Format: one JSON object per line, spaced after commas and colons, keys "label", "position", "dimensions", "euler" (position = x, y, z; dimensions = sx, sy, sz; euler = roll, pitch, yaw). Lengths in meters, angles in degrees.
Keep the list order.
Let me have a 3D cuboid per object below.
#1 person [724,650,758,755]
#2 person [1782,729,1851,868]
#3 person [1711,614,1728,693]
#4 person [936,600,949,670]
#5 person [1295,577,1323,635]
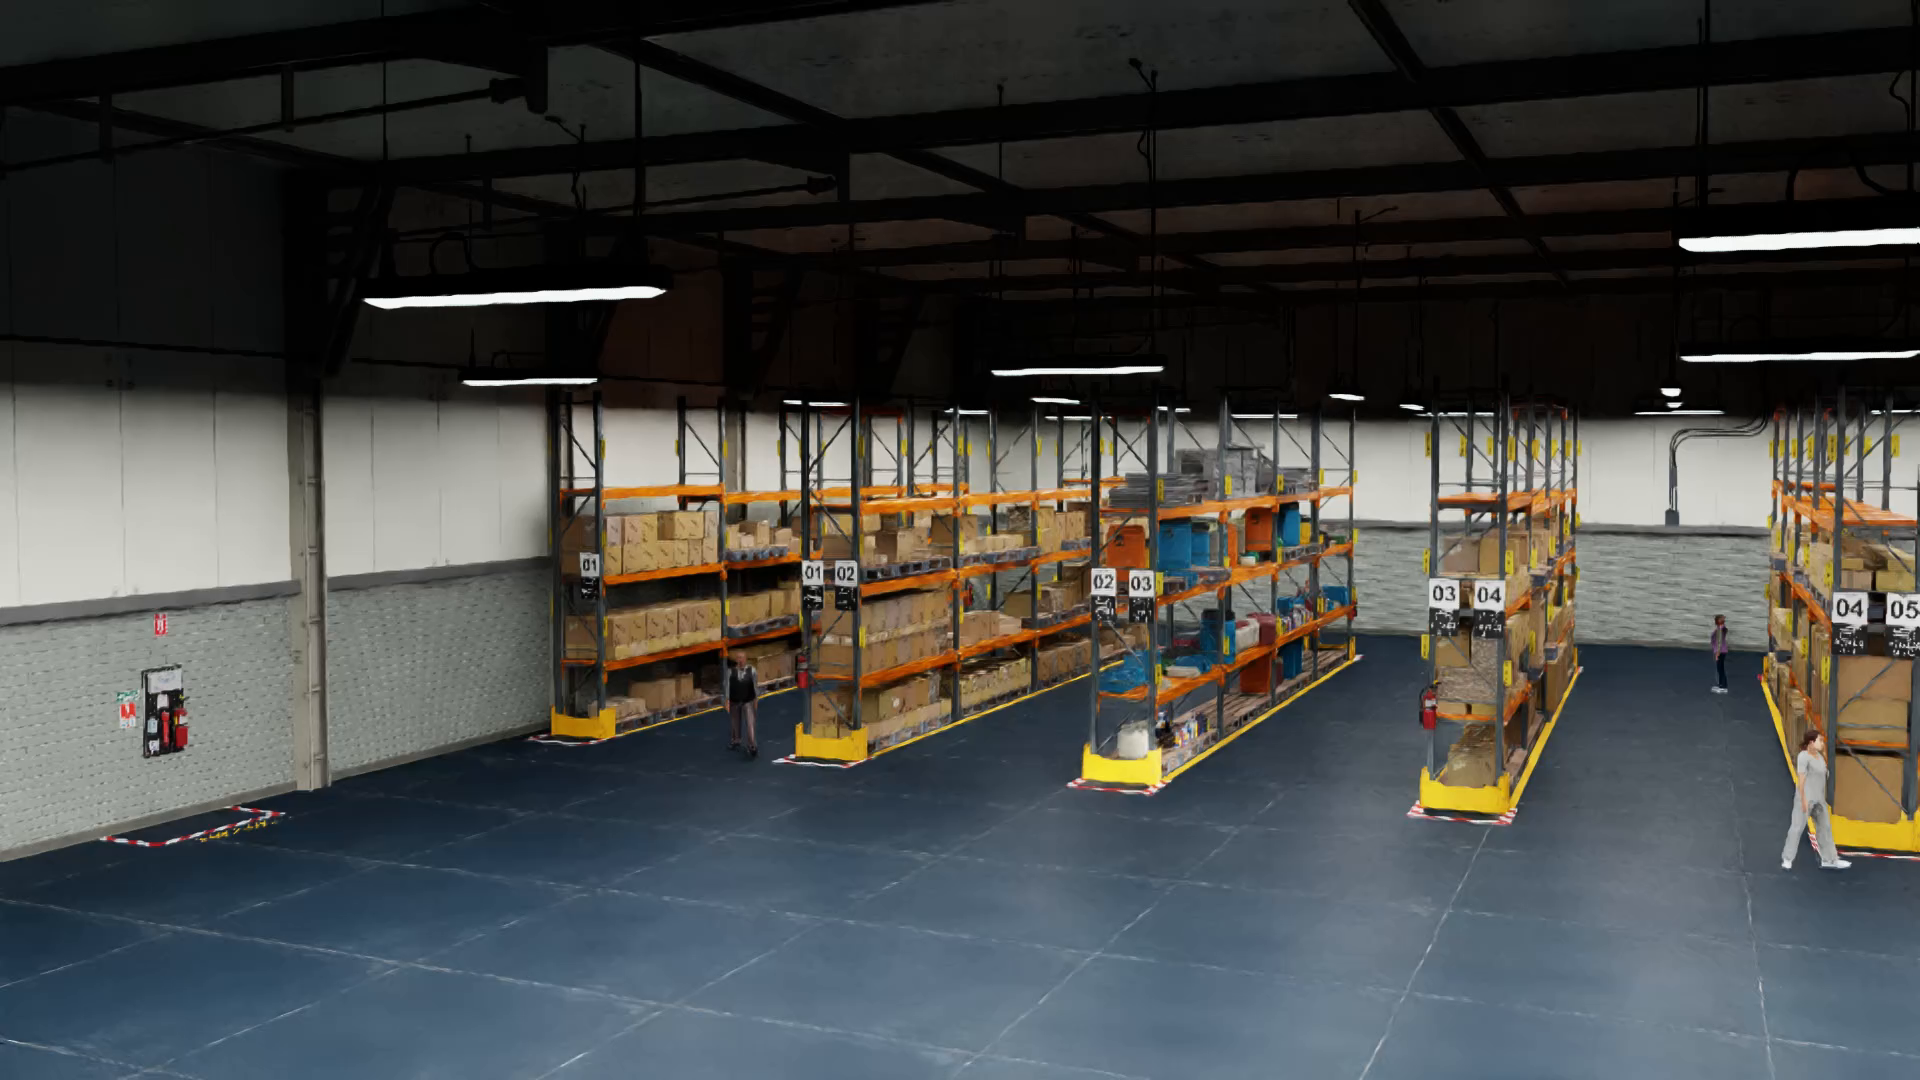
{"label": "person", "position": [-3.580, 2.648, 27.261], "dimensions": [0.592, 1.687, 0.912], "euler": [0, 3, 0]}
{"label": "person", "position": [10.113, 3.066, 19.733], "dimensions": [0.641, 1.660, 0.566], "euler": [-2, 4, -28]}
{"label": "person", "position": [15.563, 2.314, 34.056], "dimensions": [0.355, 1.597, 0.525], "euler": [2, 4, 32]}
{"label": "person", "position": [-0.306, 2.122, 35.643], "dimensions": [0.450, 1.789, 0.605], "euler": [0, 3, -7]}
{"label": "person", "position": [8.918, 1.795, 42.507], "dimensions": [0.736, 1.717, 0.903], "euler": [2, 4, 29]}
